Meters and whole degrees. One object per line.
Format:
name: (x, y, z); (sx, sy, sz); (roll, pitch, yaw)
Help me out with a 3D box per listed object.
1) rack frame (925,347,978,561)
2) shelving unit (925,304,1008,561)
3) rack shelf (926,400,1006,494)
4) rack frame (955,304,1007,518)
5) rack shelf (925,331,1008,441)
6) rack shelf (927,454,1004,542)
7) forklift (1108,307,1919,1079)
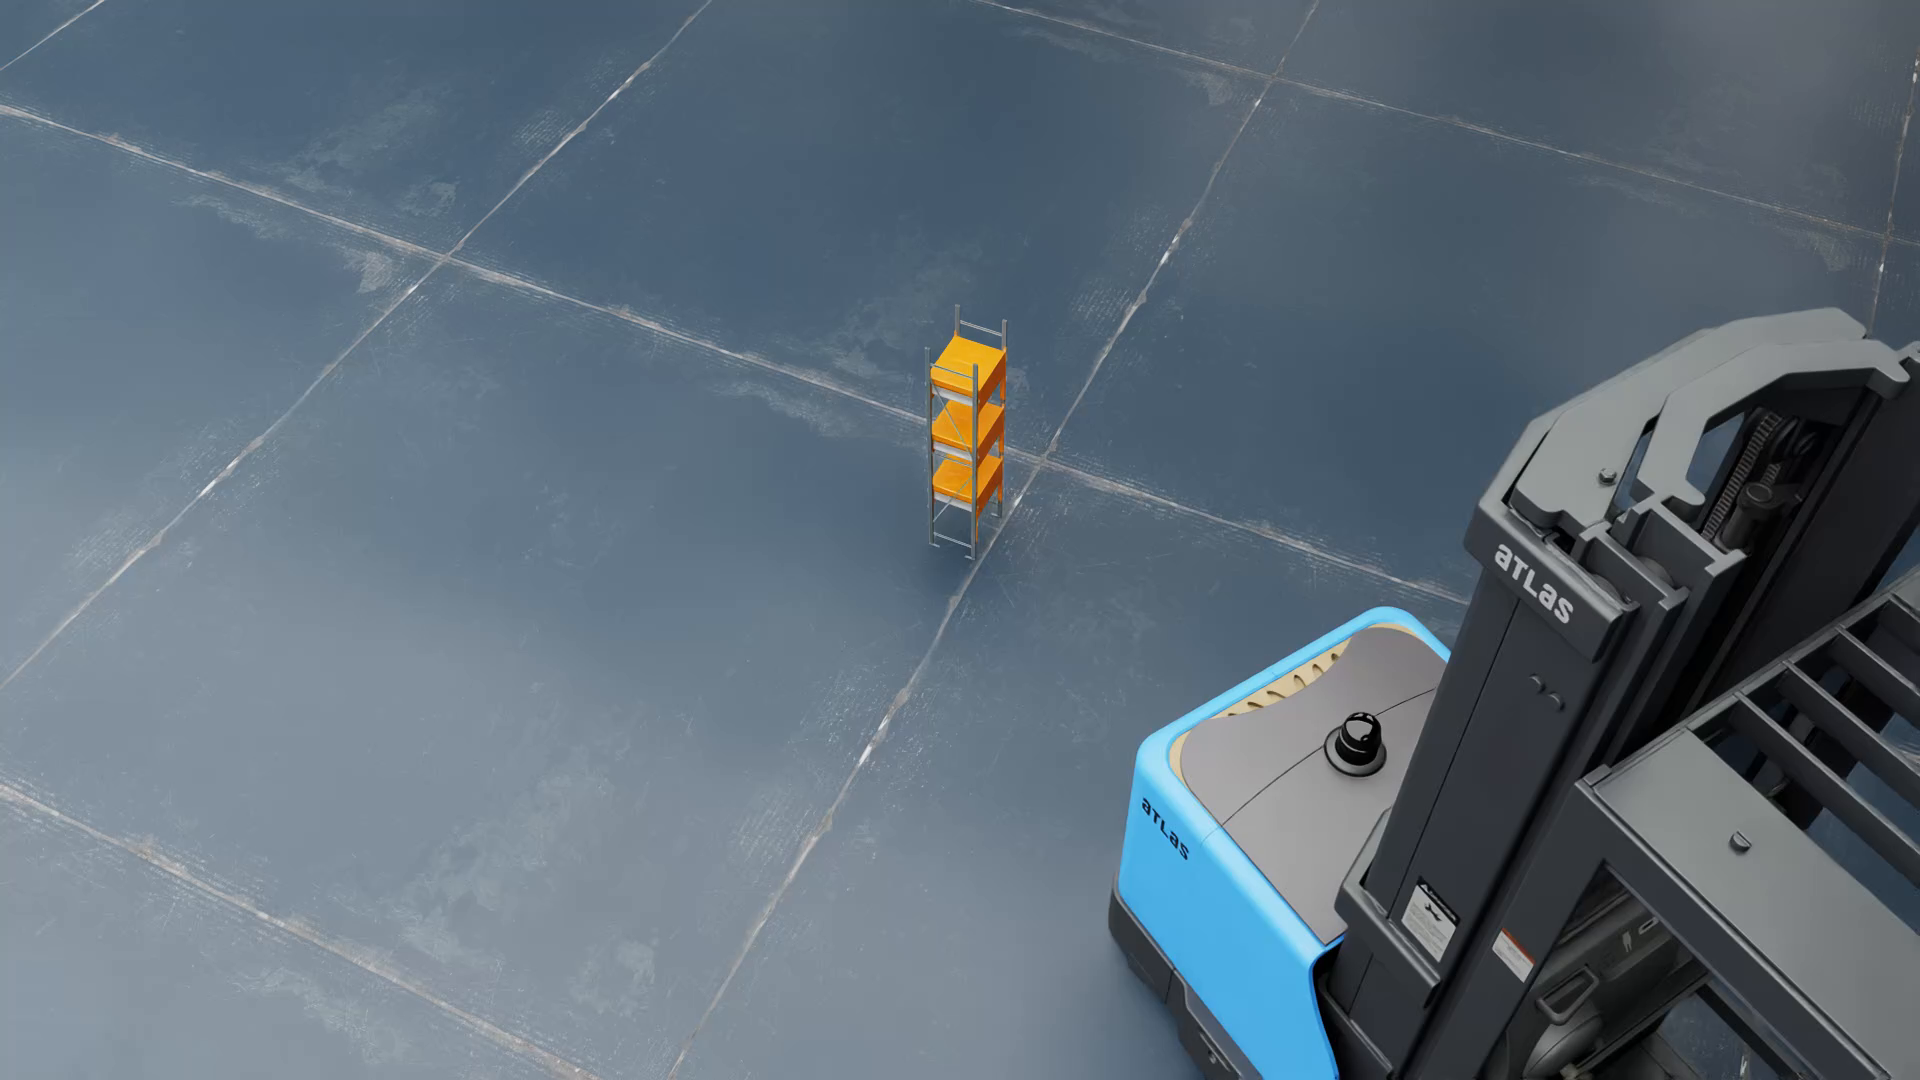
rack frame: (-0.029, -0.293, 6.125); (0.200, 1.050, 0.008); (20, 52, 16)
shelving unit: (0.023, -0.377, 6.197); (0.215, 1.050, 0.252); (20, 52, 16)
rack shelf: (0.023, -0.370, 6.205); (0.215, 0.259, 0.240); (20, 52, 16)
rack frame: (0.075, -0.461, 6.268); (0.200, 1.050, 0.008); (20, 52, 16)
rack shelf: (0.023, -0.554, 5.989); (0.215, 0.259, 0.240); (20, 52, 16)
rack shelf: (0.023, -0.190, 6.416); (0.215, 0.259, 0.240); (20, 52, 16)
forklift: (1.705, 1.065, 3.734); (1.130, 2.935, 3.031); (-26, 54, -21)
